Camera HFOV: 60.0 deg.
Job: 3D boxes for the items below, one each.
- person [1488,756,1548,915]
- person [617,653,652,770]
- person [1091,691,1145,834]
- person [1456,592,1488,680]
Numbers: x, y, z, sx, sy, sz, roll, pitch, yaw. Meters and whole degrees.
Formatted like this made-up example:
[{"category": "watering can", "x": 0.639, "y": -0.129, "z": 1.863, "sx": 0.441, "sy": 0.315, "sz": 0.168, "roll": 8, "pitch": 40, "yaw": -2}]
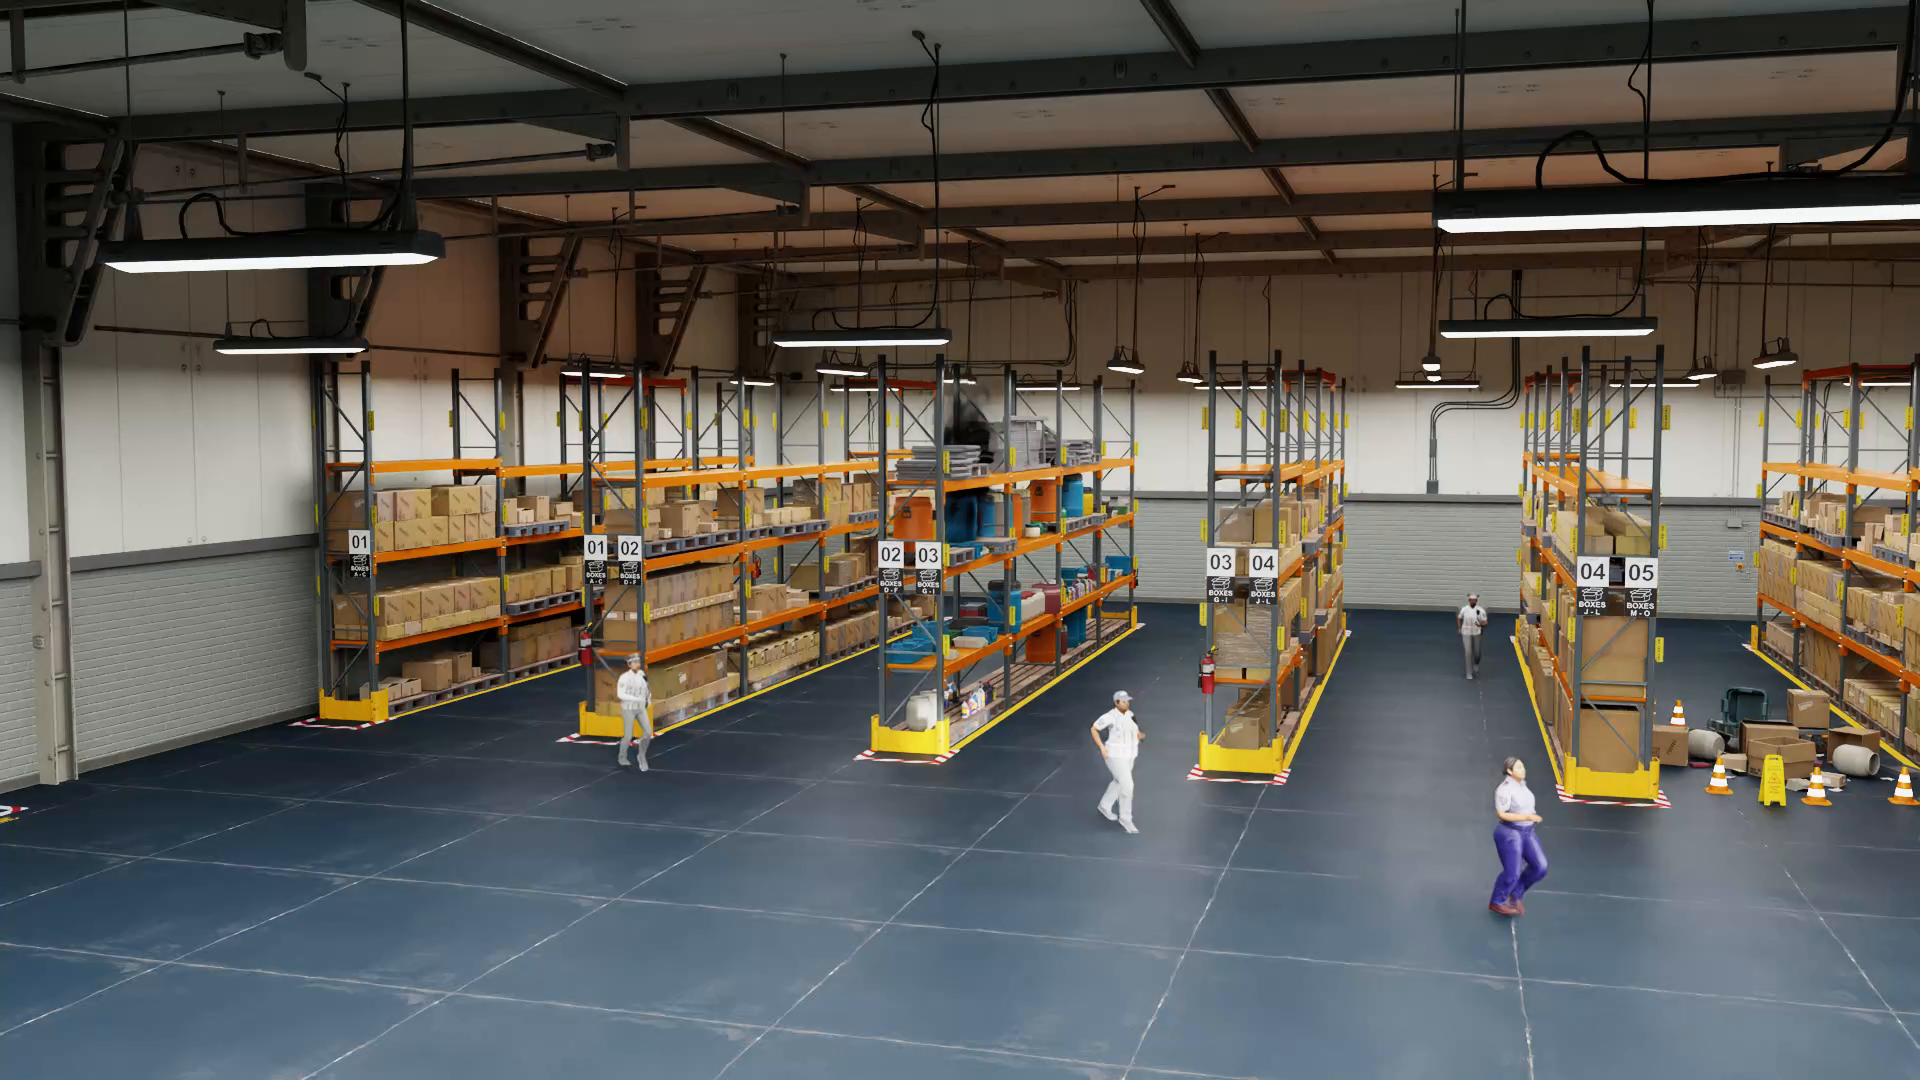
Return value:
[{"category": "person", "x": 5.641, "y": 3.005, "z": 16.743, "sx": 0.588, "sy": 1.622, "sz": 0.603, "roll": -3, "pitch": 5, "yaw": -40}, {"category": "person", "x": -4.650, "y": 2.472, "z": 23.864, "sx": 0.635, "sy": 1.747, "sz": 0.705, "roll": -4, "pitch": 6, "yaw": -43}, {"category": "person", "x": 1.965, "y": 2.711, "z": 20.477, "sx": 0.755, "sy": 1.728, "sz": 0.581, "roll": 4, "pitch": 6, "yaw": 43}, {"category": "person", "x": 9.970, "y": 1.844, "z": 32.390, "sx": 0.587, "sy": 1.670, "sz": 0.871, "roll": 1, "pitch": 4, "yaw": 17}]
